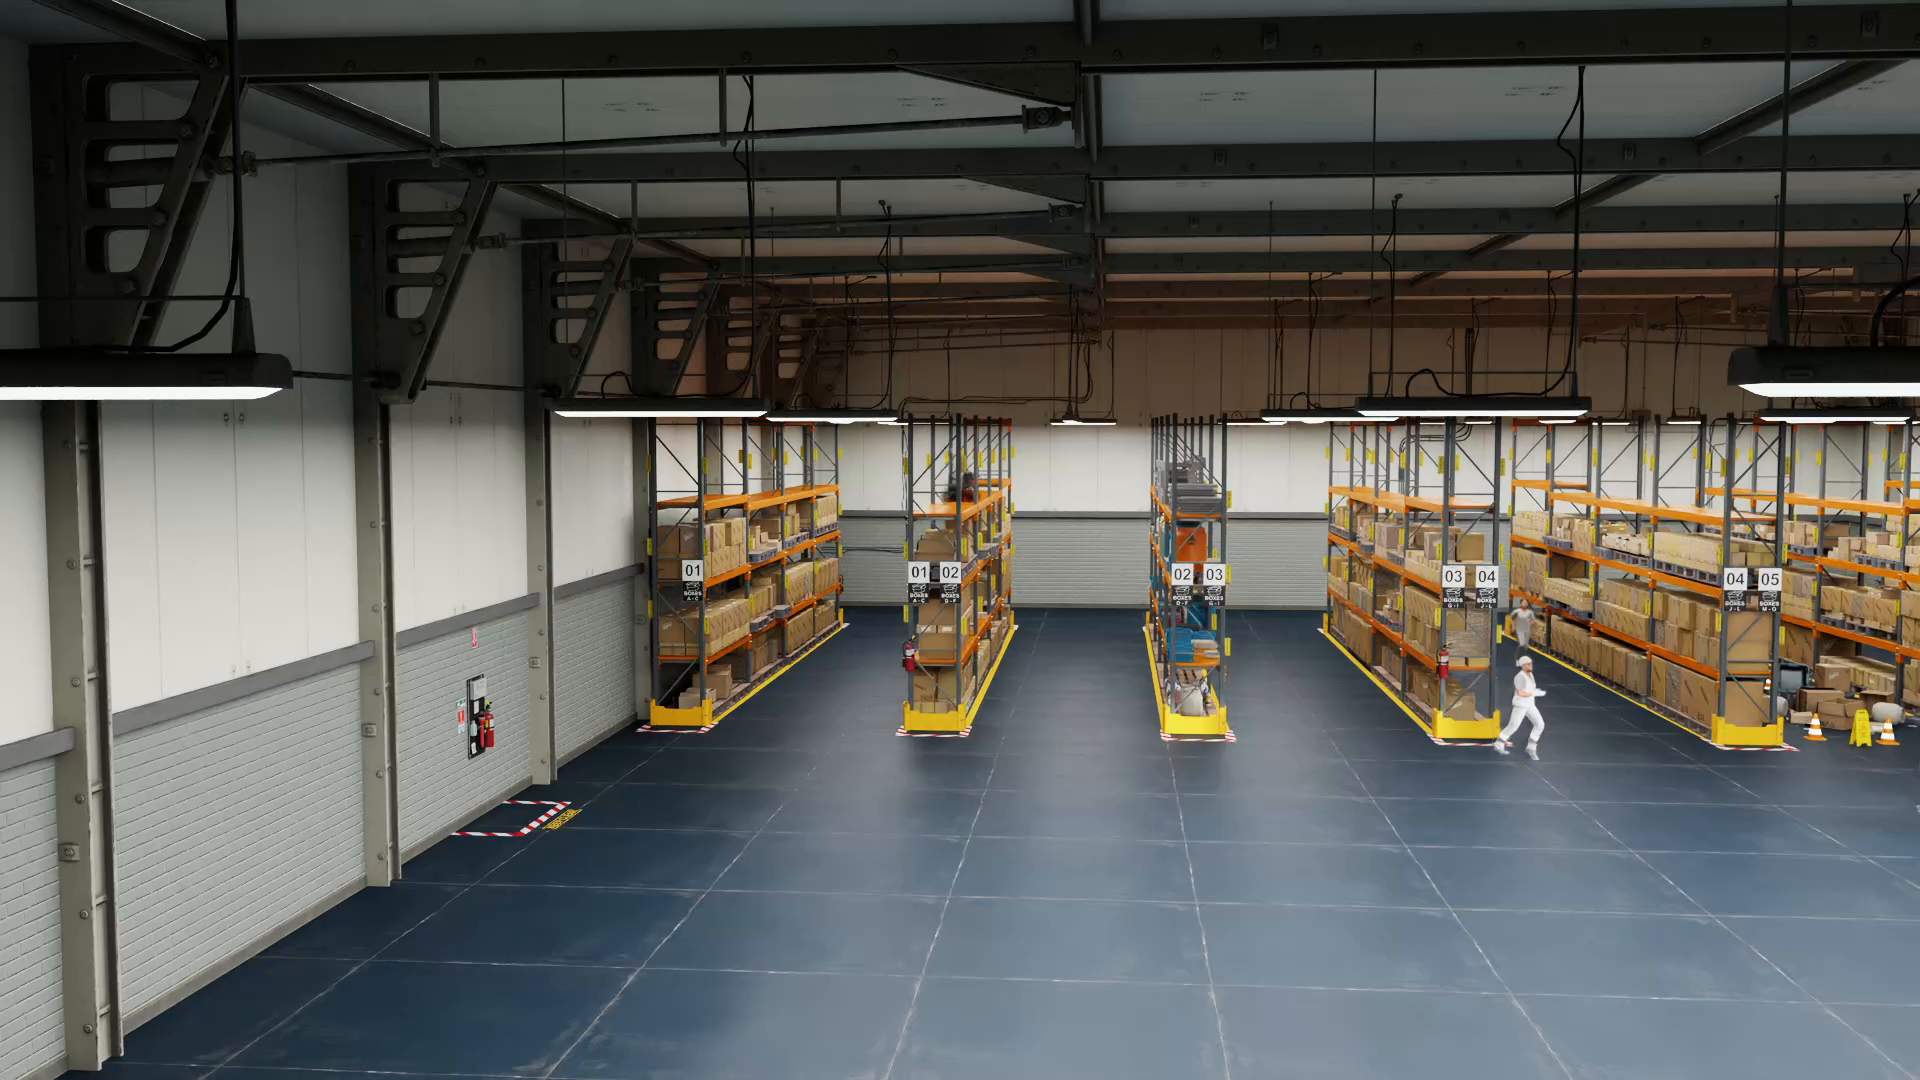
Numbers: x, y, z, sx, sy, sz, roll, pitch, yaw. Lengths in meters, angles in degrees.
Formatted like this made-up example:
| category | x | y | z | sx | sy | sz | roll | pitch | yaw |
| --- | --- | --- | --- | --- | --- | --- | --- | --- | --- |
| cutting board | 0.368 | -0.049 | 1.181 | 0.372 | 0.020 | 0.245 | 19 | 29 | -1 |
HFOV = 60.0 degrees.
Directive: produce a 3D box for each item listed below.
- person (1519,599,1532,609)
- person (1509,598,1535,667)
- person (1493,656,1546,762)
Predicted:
| category | x | y | z | sx | sy | sz | roll | pitch | yaw |
| --- | --- | --- | --- | --- | --- | --- | --- | --- | --- |
| person | 16.131 | 1.721 | 47.424 | 0.605 | 1.608 | 0.648 | 3 | 5 | 40 |
| person | 13.461 | 2.215 | 39.746 | 0.545 | 1.631 | 0.641 | 0 | 4 | 2 |
| person | 9.716 | 2.898 | 28.715 | 0.676 | 1.819 | 0.906 | -4 | 5 | -43 |
